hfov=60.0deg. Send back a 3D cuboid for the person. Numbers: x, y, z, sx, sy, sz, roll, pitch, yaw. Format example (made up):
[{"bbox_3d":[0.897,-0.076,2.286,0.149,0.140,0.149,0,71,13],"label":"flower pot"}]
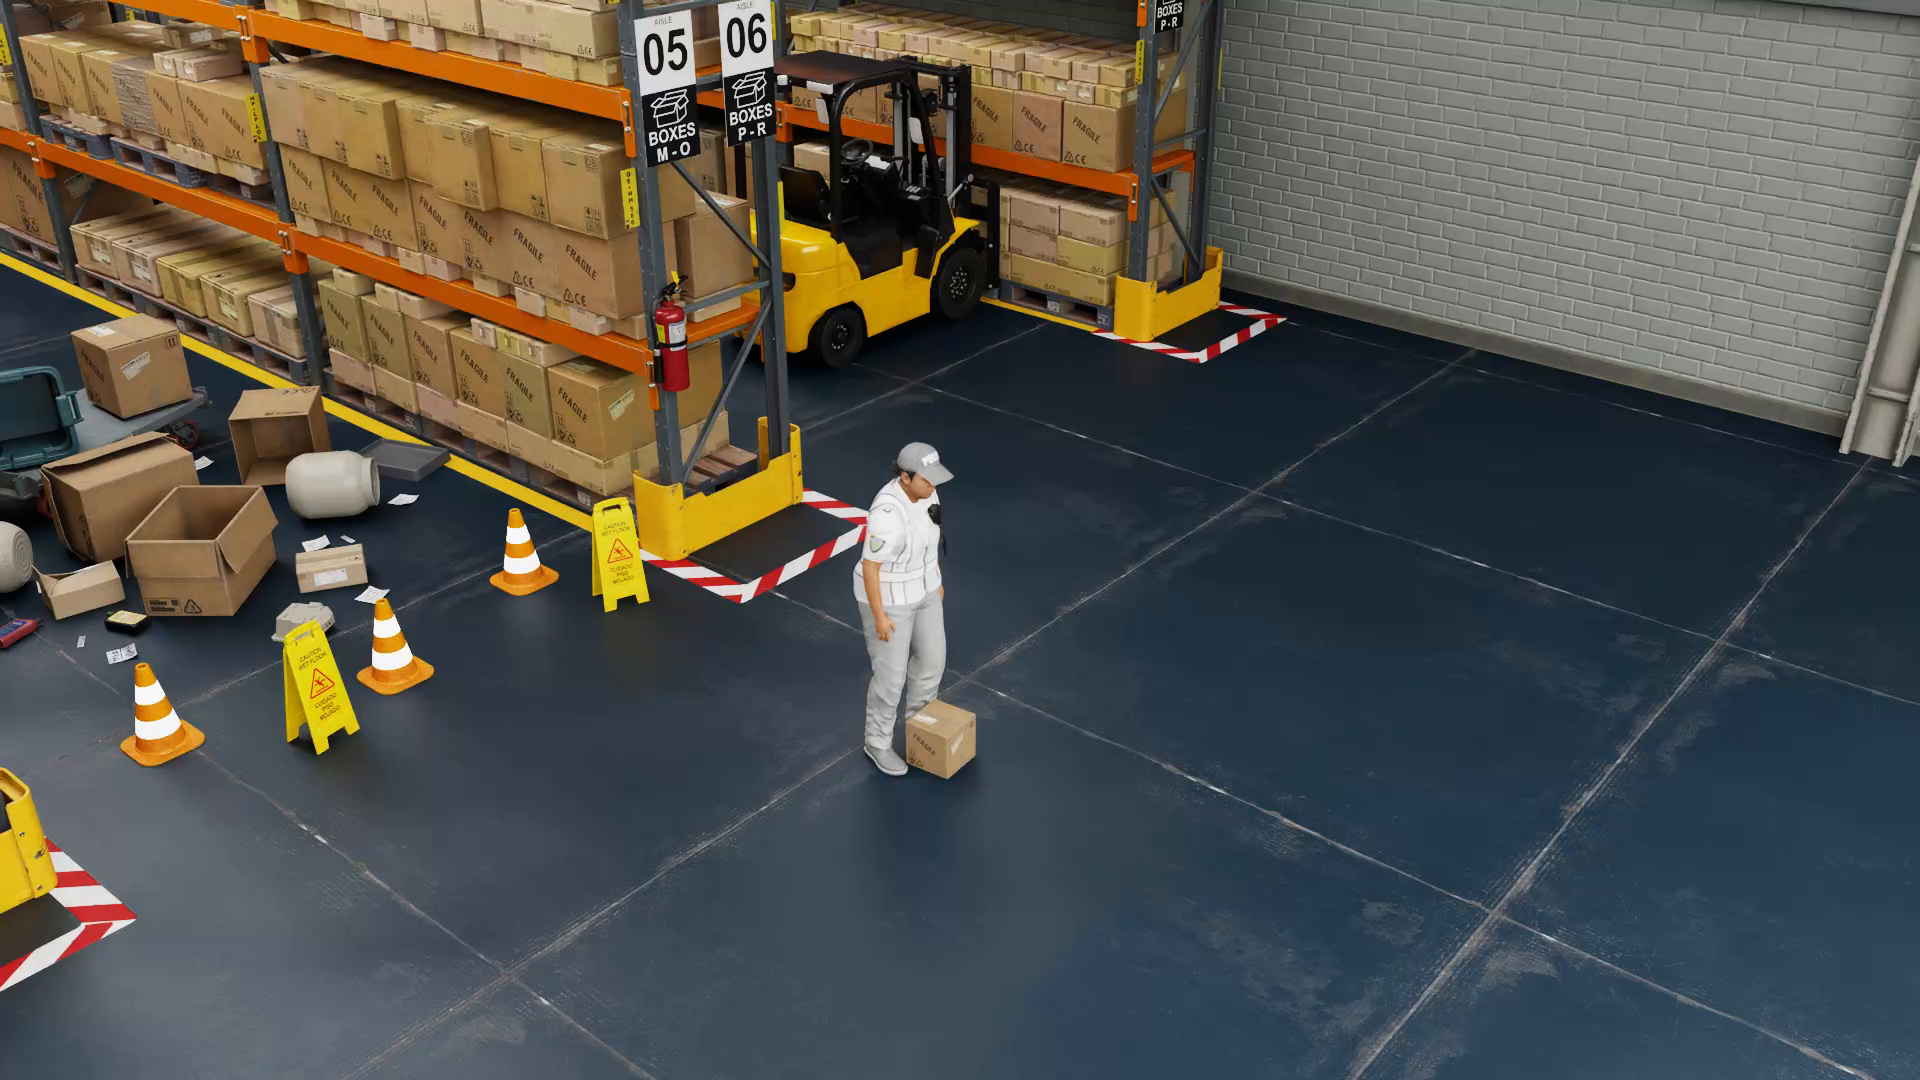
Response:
[{"bbox_3d":[-0.259,0.294,8.048,0.470,1.665,0.563,19,33,31],"label":"person"}]
